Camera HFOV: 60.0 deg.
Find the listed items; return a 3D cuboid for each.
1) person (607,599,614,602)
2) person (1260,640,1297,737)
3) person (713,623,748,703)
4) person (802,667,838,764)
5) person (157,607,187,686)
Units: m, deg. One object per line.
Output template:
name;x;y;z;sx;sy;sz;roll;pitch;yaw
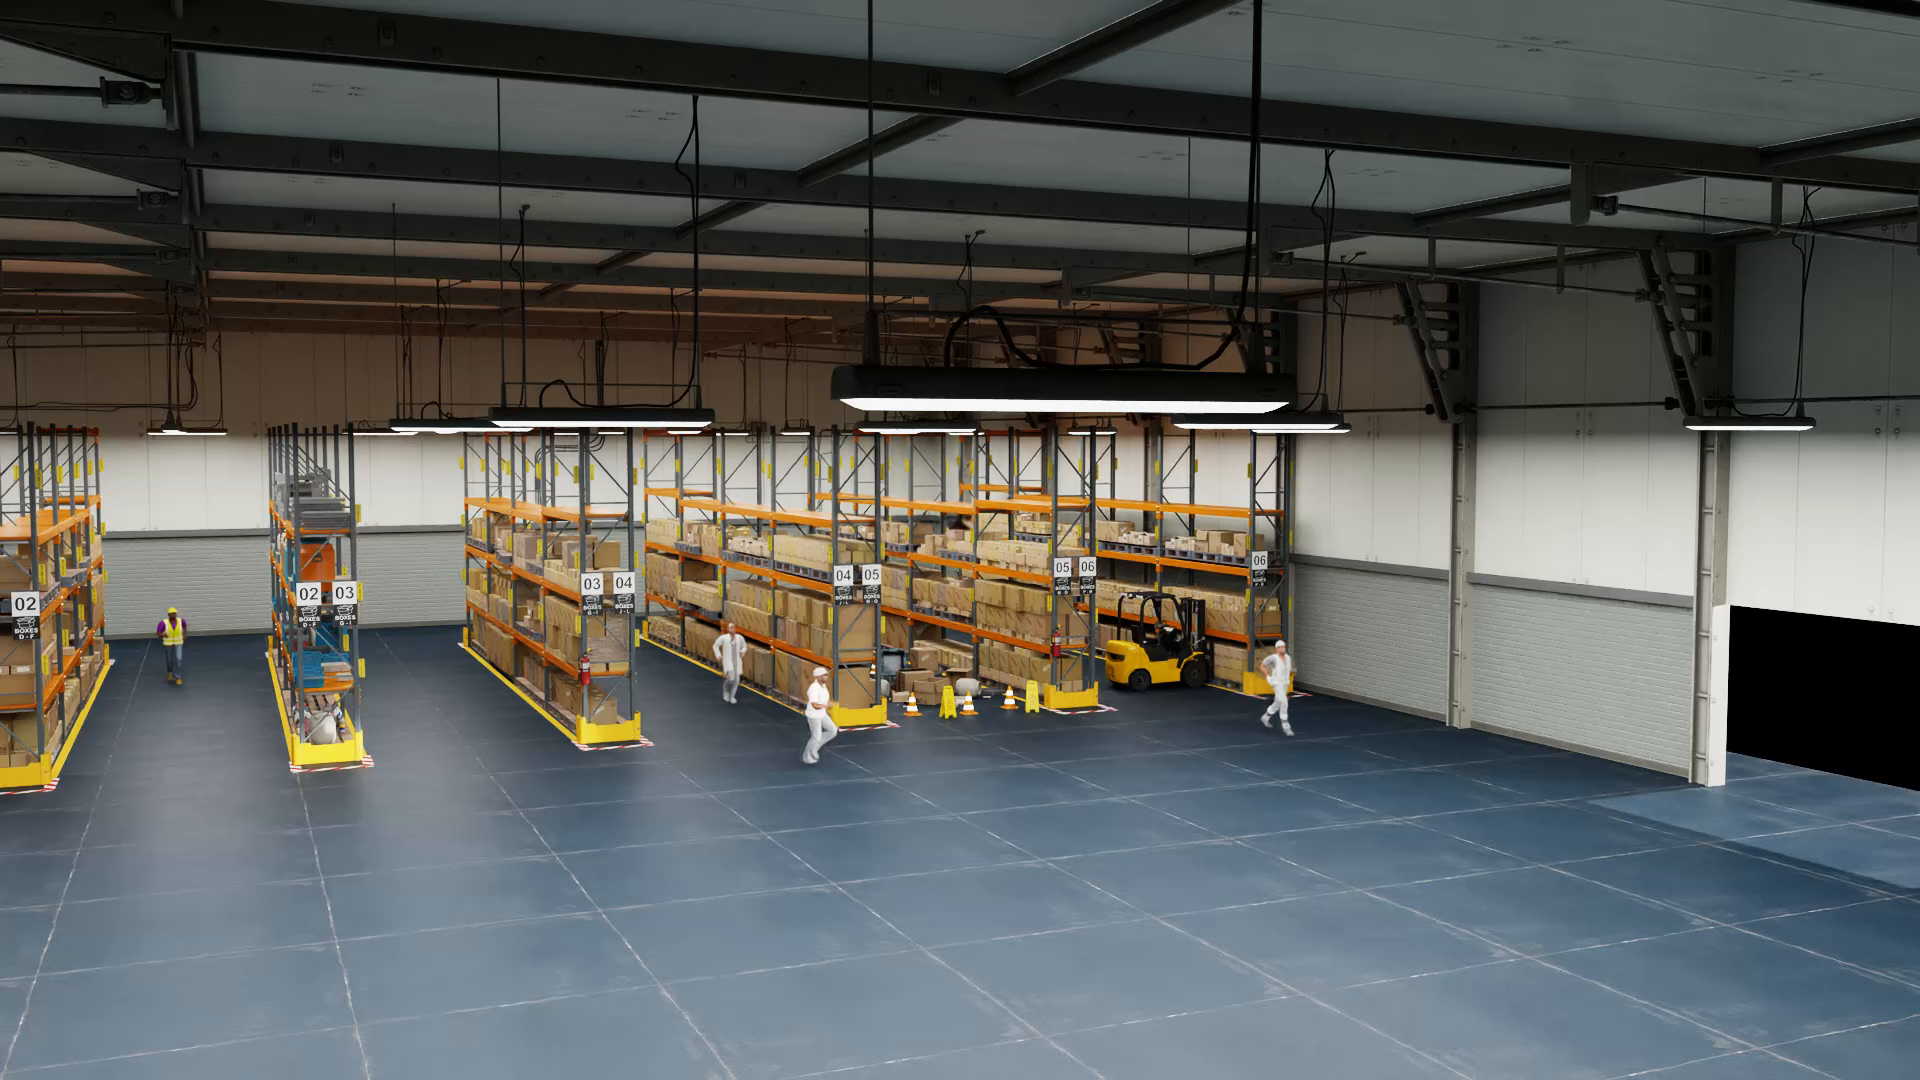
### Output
person;-9.784;2.077;45.860;0.702;1.758;1.019;-2;4;-30
person;6.224;2.847;32.326;0.629;1.817;0.912;-3;4;-36
person;-4.898;2.660;35.831;0.704;1.737;0.643;-2;4;-27
person;-2.445;3.072;29.114;0.721;1.705;0.743;1;4;17
person;-18.382;2.460;38.809;0.640;1.796;0.890;-2;4;-27
